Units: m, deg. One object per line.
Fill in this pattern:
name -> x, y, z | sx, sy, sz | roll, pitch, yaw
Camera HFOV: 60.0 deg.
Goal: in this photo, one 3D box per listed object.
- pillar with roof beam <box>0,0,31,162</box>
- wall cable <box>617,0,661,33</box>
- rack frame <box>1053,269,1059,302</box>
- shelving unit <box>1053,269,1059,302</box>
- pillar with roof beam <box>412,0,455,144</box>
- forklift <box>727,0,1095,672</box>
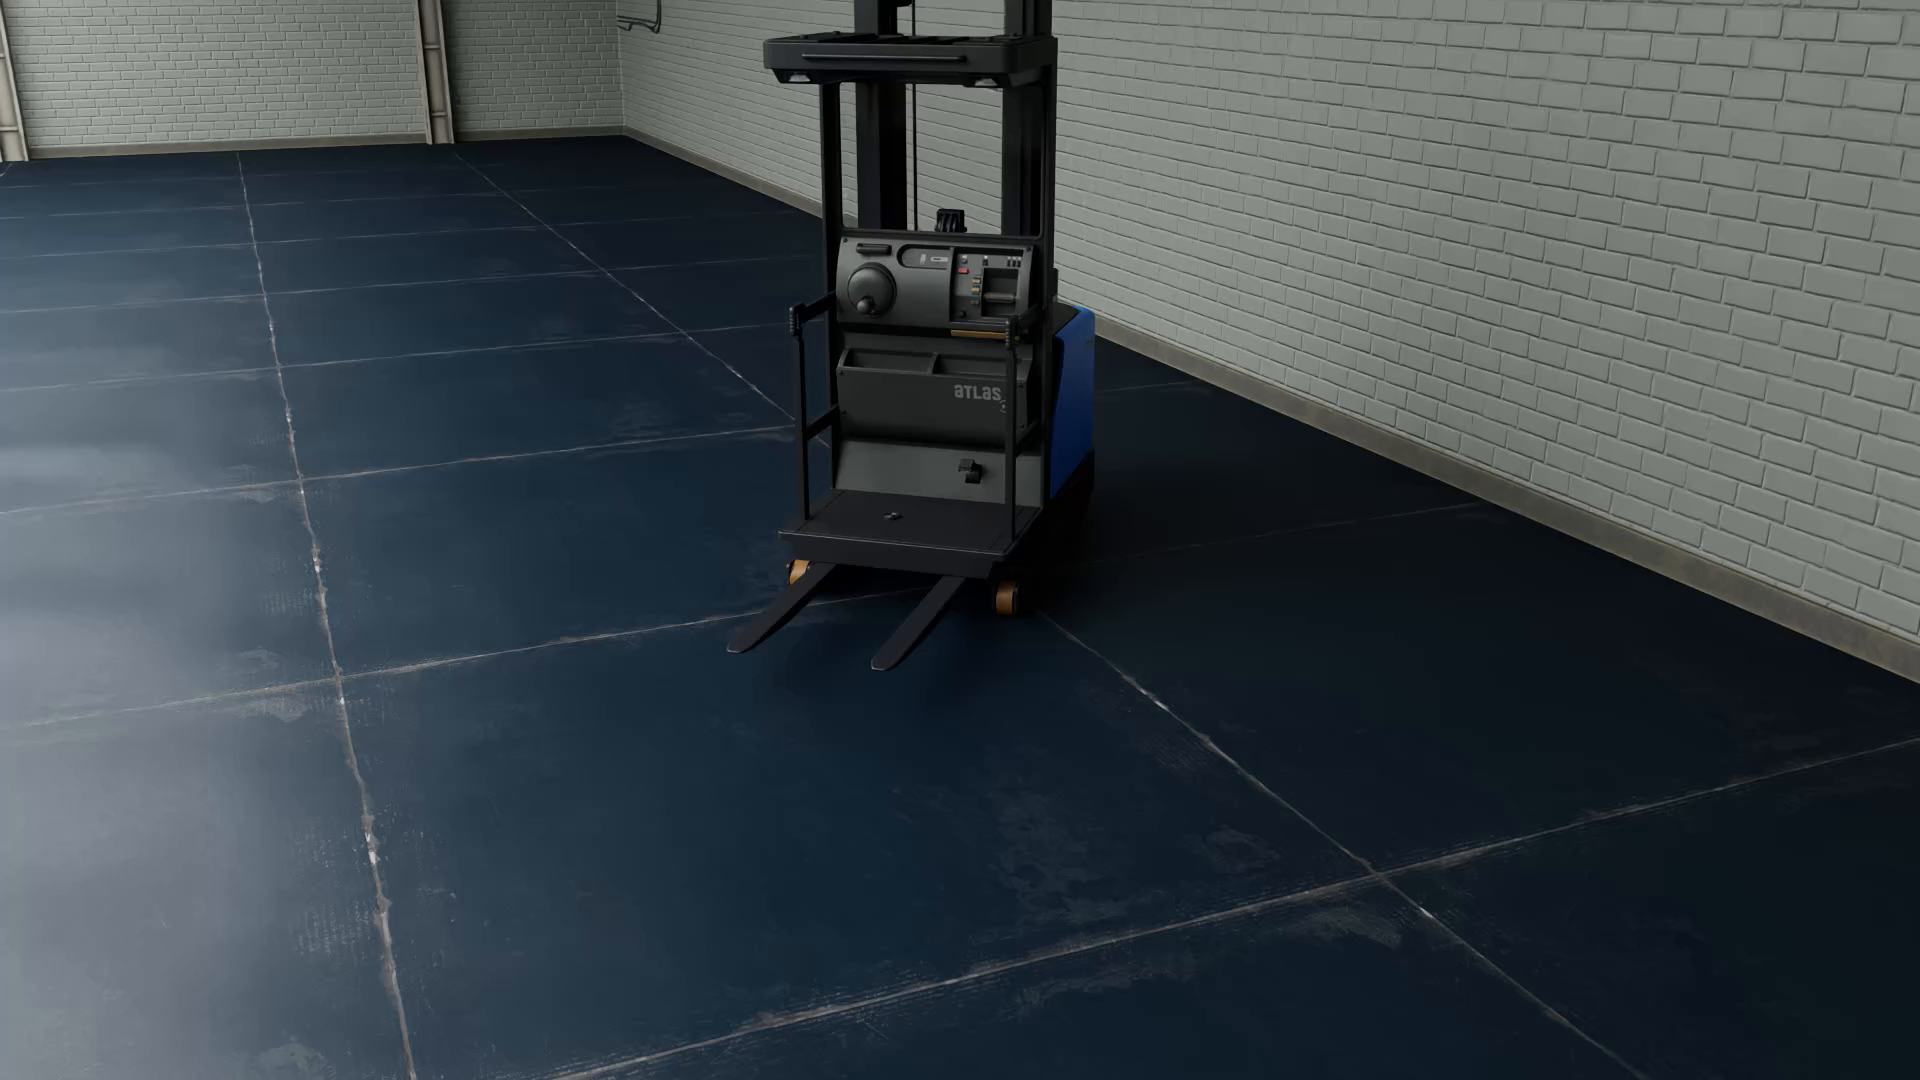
pillar with roof beam -> -12.076, -8.466, 19.017 | 0.400, 9.000, 9.100 | -8, 21, -22
wall cable -> -5.043, -9.088, 25.459 | 0.112, 2.526, 3.097 | -8, 21, -22
rack frame -> 0.409, -0.921, 9.343 | 0.240, 1.200, 0.006 | 5, 13, 15
shelving unit -> 0.384, -0.903, 9.257 | 0.258, 1.200, 0.189 | 5, 13, 15
pillar with roof beam -> -6.567, -9.256, 21.259 | 0.400, 9.000, 9.100 | -8, 21, -22
forklift -> -0.177, -1.182, 7.467 | 1.130, 2.935, 3.031 | 6, 20, 15
